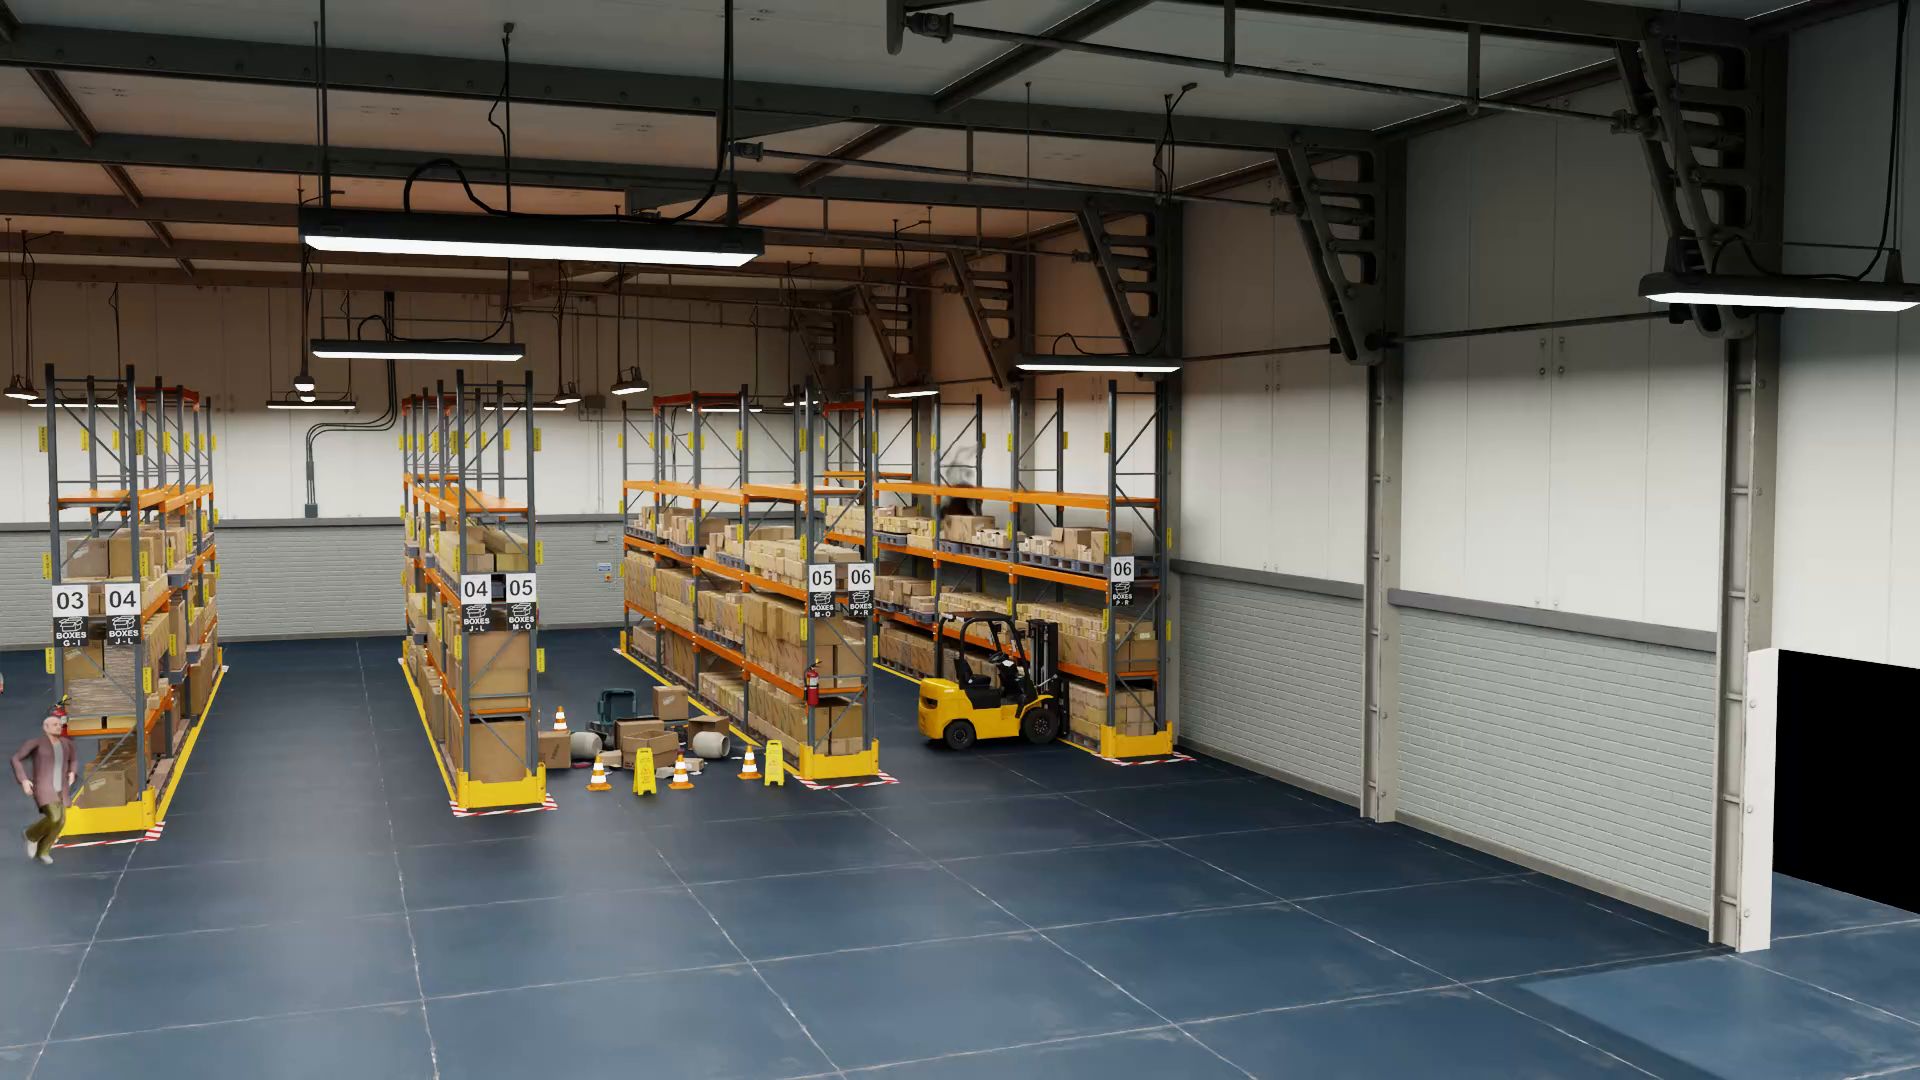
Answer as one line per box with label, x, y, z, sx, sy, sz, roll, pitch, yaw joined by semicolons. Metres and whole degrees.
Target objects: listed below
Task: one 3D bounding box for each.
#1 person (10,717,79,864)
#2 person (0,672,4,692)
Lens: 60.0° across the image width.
person;-10.864;2.992;19.910;0.559;1.744;0.729;1;4;22
person;-15.246;2.607;25.954;0.565;1.809;0.838;-3;4;-37
